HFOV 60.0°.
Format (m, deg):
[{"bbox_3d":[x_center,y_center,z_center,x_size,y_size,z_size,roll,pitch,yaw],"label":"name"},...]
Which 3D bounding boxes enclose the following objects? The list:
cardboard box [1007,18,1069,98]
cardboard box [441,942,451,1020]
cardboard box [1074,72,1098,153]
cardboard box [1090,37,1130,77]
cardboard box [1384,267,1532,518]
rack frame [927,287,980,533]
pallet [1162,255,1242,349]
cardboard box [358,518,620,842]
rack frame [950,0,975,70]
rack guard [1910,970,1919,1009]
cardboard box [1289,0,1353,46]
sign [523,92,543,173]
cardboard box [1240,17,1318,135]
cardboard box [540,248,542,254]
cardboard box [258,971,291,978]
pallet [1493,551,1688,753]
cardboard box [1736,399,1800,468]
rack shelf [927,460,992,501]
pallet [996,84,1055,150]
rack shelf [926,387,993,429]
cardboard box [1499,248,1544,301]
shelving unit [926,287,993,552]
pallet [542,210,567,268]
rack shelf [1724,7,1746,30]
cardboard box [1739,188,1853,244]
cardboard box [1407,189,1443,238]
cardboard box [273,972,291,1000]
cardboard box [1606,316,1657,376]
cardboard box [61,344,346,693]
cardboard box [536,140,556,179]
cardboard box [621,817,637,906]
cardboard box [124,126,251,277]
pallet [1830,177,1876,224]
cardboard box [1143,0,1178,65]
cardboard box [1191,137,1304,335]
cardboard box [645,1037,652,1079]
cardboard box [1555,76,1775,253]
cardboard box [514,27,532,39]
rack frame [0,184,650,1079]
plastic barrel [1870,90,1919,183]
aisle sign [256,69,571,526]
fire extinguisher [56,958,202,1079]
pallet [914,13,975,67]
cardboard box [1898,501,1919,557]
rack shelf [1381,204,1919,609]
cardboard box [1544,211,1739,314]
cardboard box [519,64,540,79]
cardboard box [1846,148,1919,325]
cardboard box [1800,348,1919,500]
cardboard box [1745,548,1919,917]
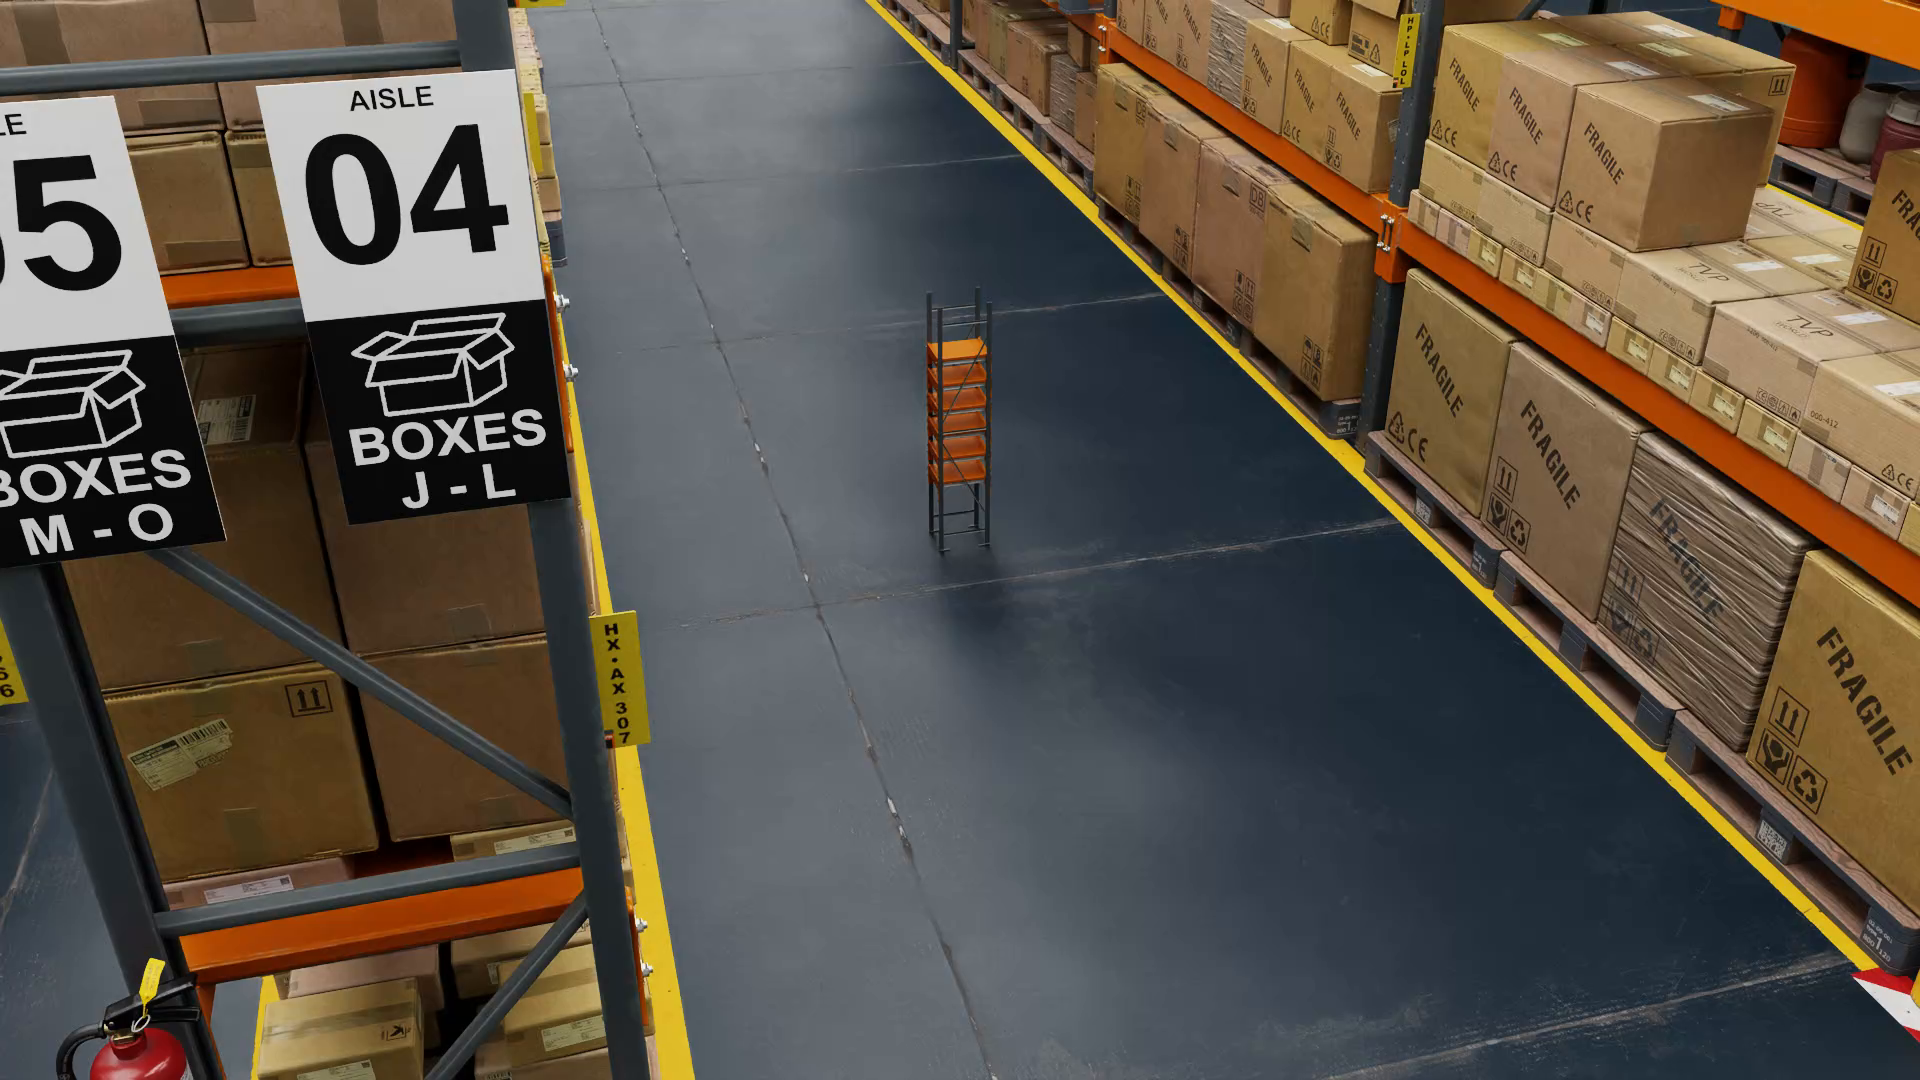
[{"bbox_3d":[0.804,-3.977,13.682,0.700,0.500,0.500,-11,32,-18],"label":"cardboard box"},{"bbox_3d":[-1.713,1.312,4.916,0.380,0.149,0.250,-8,31,-14],"label":"cardboard box"},{"bbox_3d":[1.269,-3.168,12.285,0.700,0.500,0.500,-9,31,-16],"label":"cardboard box"},{"bbox_3d":[1.260,-3.491,12.095,0.500,0.250,0.500,-7,31,-11],"label":"cardboard box"},{"bbox_3d":[2.626,-0.739,7.735,0.875,0.875,0.875,-8,31,-13],"label":"cardboard box"},{"bbox_3d":[-0.028,-0.570,7.538,0.240,1.200,0.006,-8,31,-13],"label":"rack frame"},{"bbox_3d":[1.923,-1.553,10.222,1.003,0.211,1.213,-8,31,-13],"label":"pallet"},{"bbox_3d":[-1.072,0.310,3.823,0.500,0.500,0.500,-6,31,-11],"label":"cardboard box"},{"bbox_3d":[0.405,-5.670,14.552,1.000,3.000,0.127,-8,31,-13],"label":"rack frame"},{"bbox_3d":[3.596,1.219,5.145,1.175,0.500,0.348,-8,31,-13],"label":"rack guard"},{"bbox_3d":[2.180,-2.924,8.707,0.797,0.503,0.637,-8,31,-13],"label":"cardboard box"},{"bbox_3d":[-1.759,-1.646,6.736,0.100,0.325,0.005,-8,31,-13],"label":"sign"},{"bbox_3d":[1.871,-2.531,9.028,0.500,0.500,0.500,-8,31,-14],"label":"cardboard box"},{"bbox_3d":[-1.222,-0.364,3.989,0.500,0.500,0.500,-7,31,-12],"label":"cardboard box"},{"bbox_3d":[-1.806,1.071,4.737,0.380,0.149,0.250,-9,31,-14],"label":"cardboard box"},{"bbox_3d":[2.982,0.368,6.903,1.003,0.211,1.213,-8,31,-13],"label":"pallet"},{"bbox_3d":[2.906,-0.387,5.676,0.380,0.149,0.250,-9,31,-14],"label":"cardboard box"},{"bbox_3d":[-0.004,-0.280,7.604,0.258,0.103,0.180,-8,31,-13],"label":"rack shelf"},{"bbox_3d":[0.940,-3.497,13.582,1.003,0.211,1.213,-8,31,-13],"label":"pallet"},{"bbox_3d":[-0.004,-0.592,7.424,0.258,0.103,0.180,-8,31,-13],"label":"rack shelf"},{"bbox_3d":[2.498,-1.130,6.959,0.380,0.149,0.250,-9,31,-15],"label":"cardboard box"},{"bbox_3d":[-0.004,-0.526,7.462,0.258,1.200,0.189,-8,31,-13],"label":"shelving unit"},{"bbox_3d":[-2.343,-1.501,7.541,1.003,0.211,1.213,-8,31,-13],"label":"pallet"},{"bbox_3d":[6.773,-3.120,10.864,1.077,0.370,4.000,-8,31,-13],"label":"rack shelf"},{"bbox_3d":[3.174,-1.196,6.675,0.500,0.250,0.500,-7,31,-12],"label":"cardboard box"},{"bbox_3d":[2.286,-1.511,7.617,0.380,0.149,0.250,-8,31,-13],"label":"cardboard box"},{"bbox_3d":[-1.774,1.192,4.827,0.380,0.149,0.250,-9,31,-15],"label":"cardboard box"},{"bbox_3d":[2.701,-0.758,6.316,0.380,0.149,0.250,-9,31,-15],"label":"cardboard box"},{"bbox_3d":[-1.580,-0.057,3.459,0.500,0.500,0.500,-8,31,-14],"label":"cardboard box"},{"bbox_3d":[-1.942,-1.649,7.139,0.380,0.149,0.250,-7,31,-12],"label":"cardboard box"},{"bbox_3d":[-1.163,0.976,4.901,0.380,0.149,0.250,-8,31,-13],"label":"cardboard box"},{"bbox_3d":[-1.595,-0.682,3.089,0.500,0.250,0.500,-9,31,-14],"label":"cardboard box"},{"bbox_3d":[6.812,-2.227,11.387,1.003,0.211,1.213,-8,31,-13],"label":"pallet"},{"bbox_3d":[1.472,-3.262,10.292,0.500,0.500,0.500,-9,31,-15],"label":"cardboard box"},{"bbox_3d":[2.101,-1.807,9.579,1.225,0.875,0.875,-9,31,-15],"label":"cardboard box"},{"bbox_3d":[-1.049,1.492,4.604,0.380,0.149,0.250,-7,31,-12],"label":"cardboard box"},{"bbox_3d":[2.675,-1.440,6.348,0.500,0.500,0.500,-9,31,-15],"label":"cardboard box"},{"bbox_3d":[-2.286,-2.402,8.144,0.380,0.149,0.250,-7,31,-11],"label":"cardboard box"},{"bbox_3d":[-1.219,0.736,3.484,1.000,3.000,0.127,-8,31,-13],"label":"rack frame"},{"bbox_3d":[6.688,-2.756,11.505,0.600,0.588,0.708,-8,31,-13],"label":"plastic barrel"},{"bbox_3d":[-0.910,-0.394,2.841,0.394,0.787,0.004,-8,31,-13],"label":"aisle sign"},{"bbox_3d":[-1.597,1.114,3.281,0.296,0.674,0.183,-8,31,-13],"label":"fire extinguisher"},{"bbox_3d":[0.193,-4.783,15.803,1.003,0.211,1.213,-8,31,-13],"label":"pallet"},{"bbox_3d":[3.107,-0.020,5.040,0.380,0.149,0.250,-8,31,-13],"label":"cardboard box"},{"bbox_3d":[3.059,-0.529,6.388,1.077,0.370,4.000,-8,31,-13],"label":"rack shelf"},{"bbox_3d":[2.671,-1.118,6.541,0.500,0.250,0.500,-7,31,-12],"label":"cardboard box"},{"bbox_3d":[-2.087,-2.036,7.511,0.380,0.149,0.250,-8,31,-13],"label":"cardboard box"},{"bbox_3d":[3.447,-1.022,5.625,0.500,0.500,0.500,-9,31,-15],"label":"cardboard box"},{"bbox_3d":[3.071,-0.382,5.269,0.500,0.250,0.500,-8,31,-14],"label":"cardboard box"},{"bbox_3d":[3.343,0.565,5.482,0.875,0.875,0.875,-8,31,-13],"label":"cardboard box"}]
